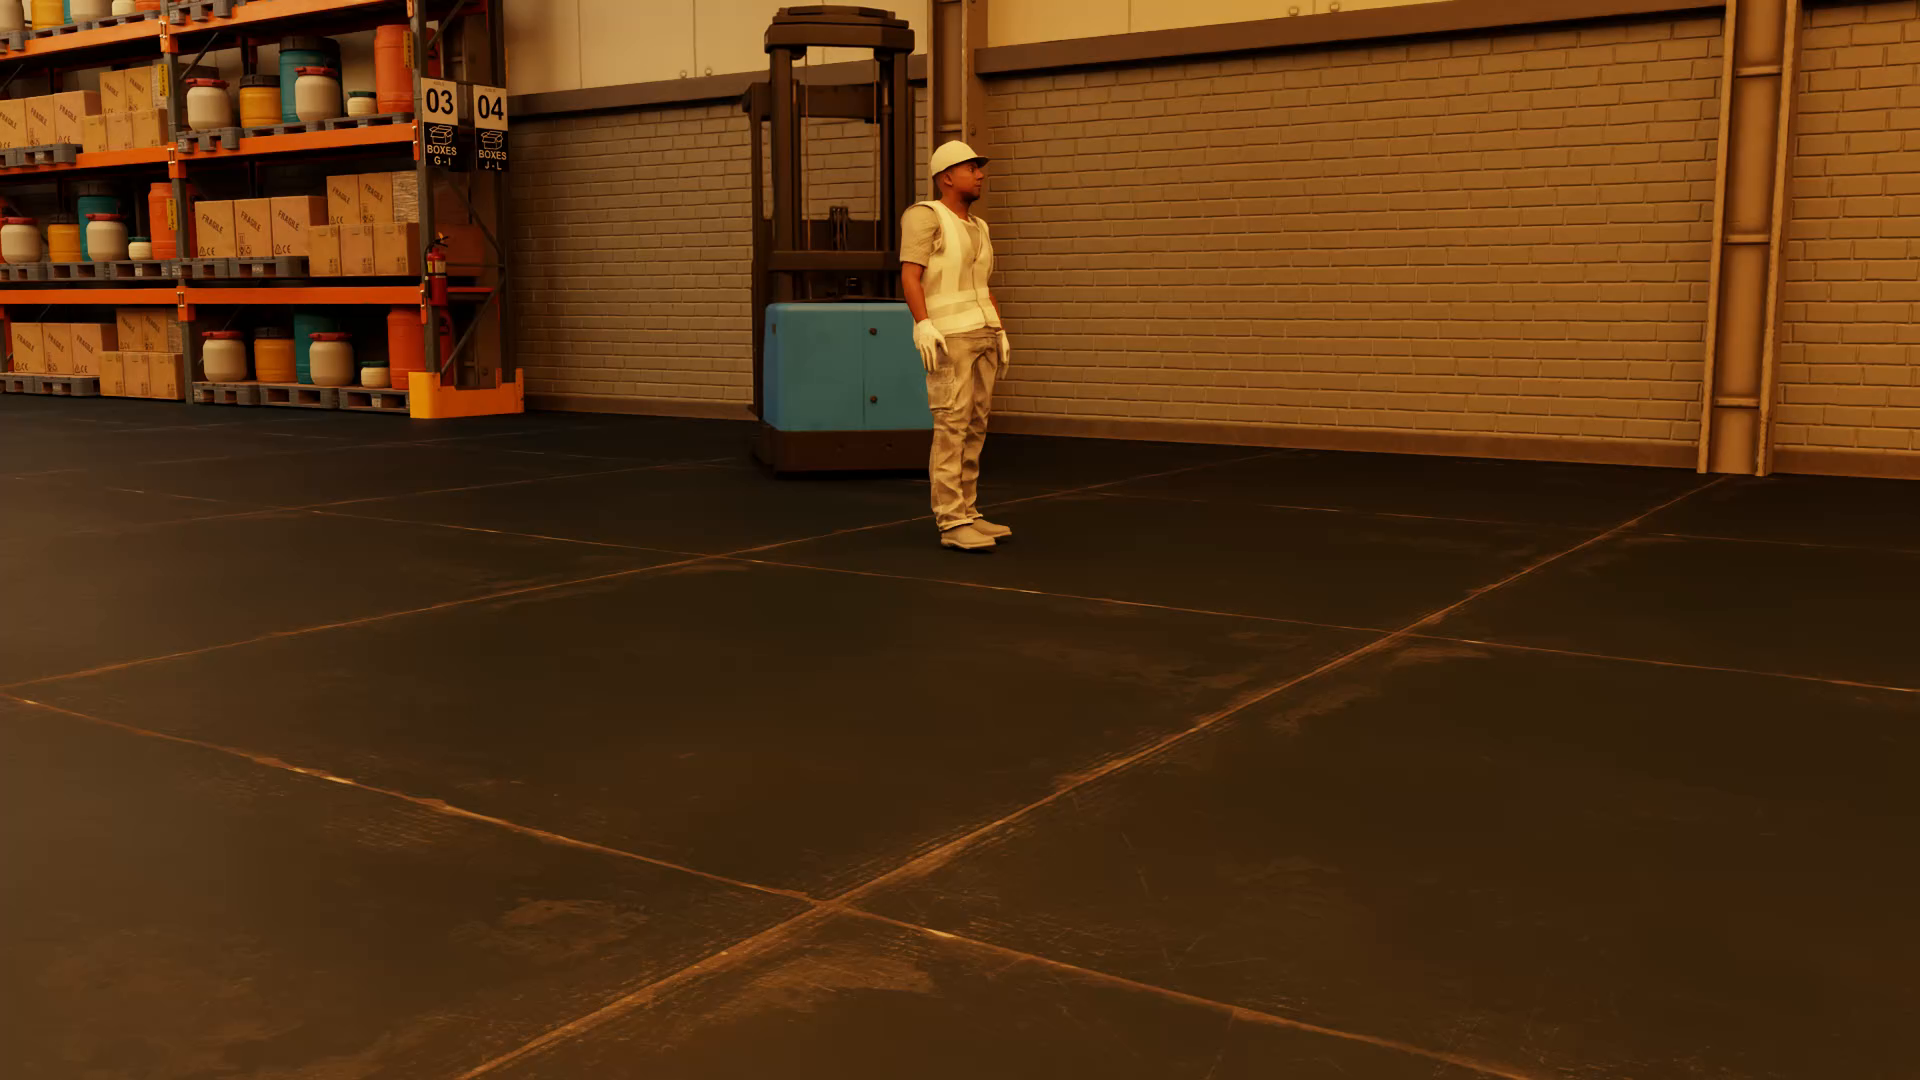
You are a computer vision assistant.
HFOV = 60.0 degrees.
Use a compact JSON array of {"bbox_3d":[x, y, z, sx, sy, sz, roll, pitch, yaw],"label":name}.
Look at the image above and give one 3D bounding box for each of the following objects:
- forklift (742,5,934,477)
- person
[{"bbox_3d":[-0.888,-2.013,11.348,1.130,2.935,3.031,-2,8,-12],"label":"forklift"},{"bbox_3d":[0.054,-0.883,7.430,0.577,1.782,0.656,5,10,34],"label":"person"}]
